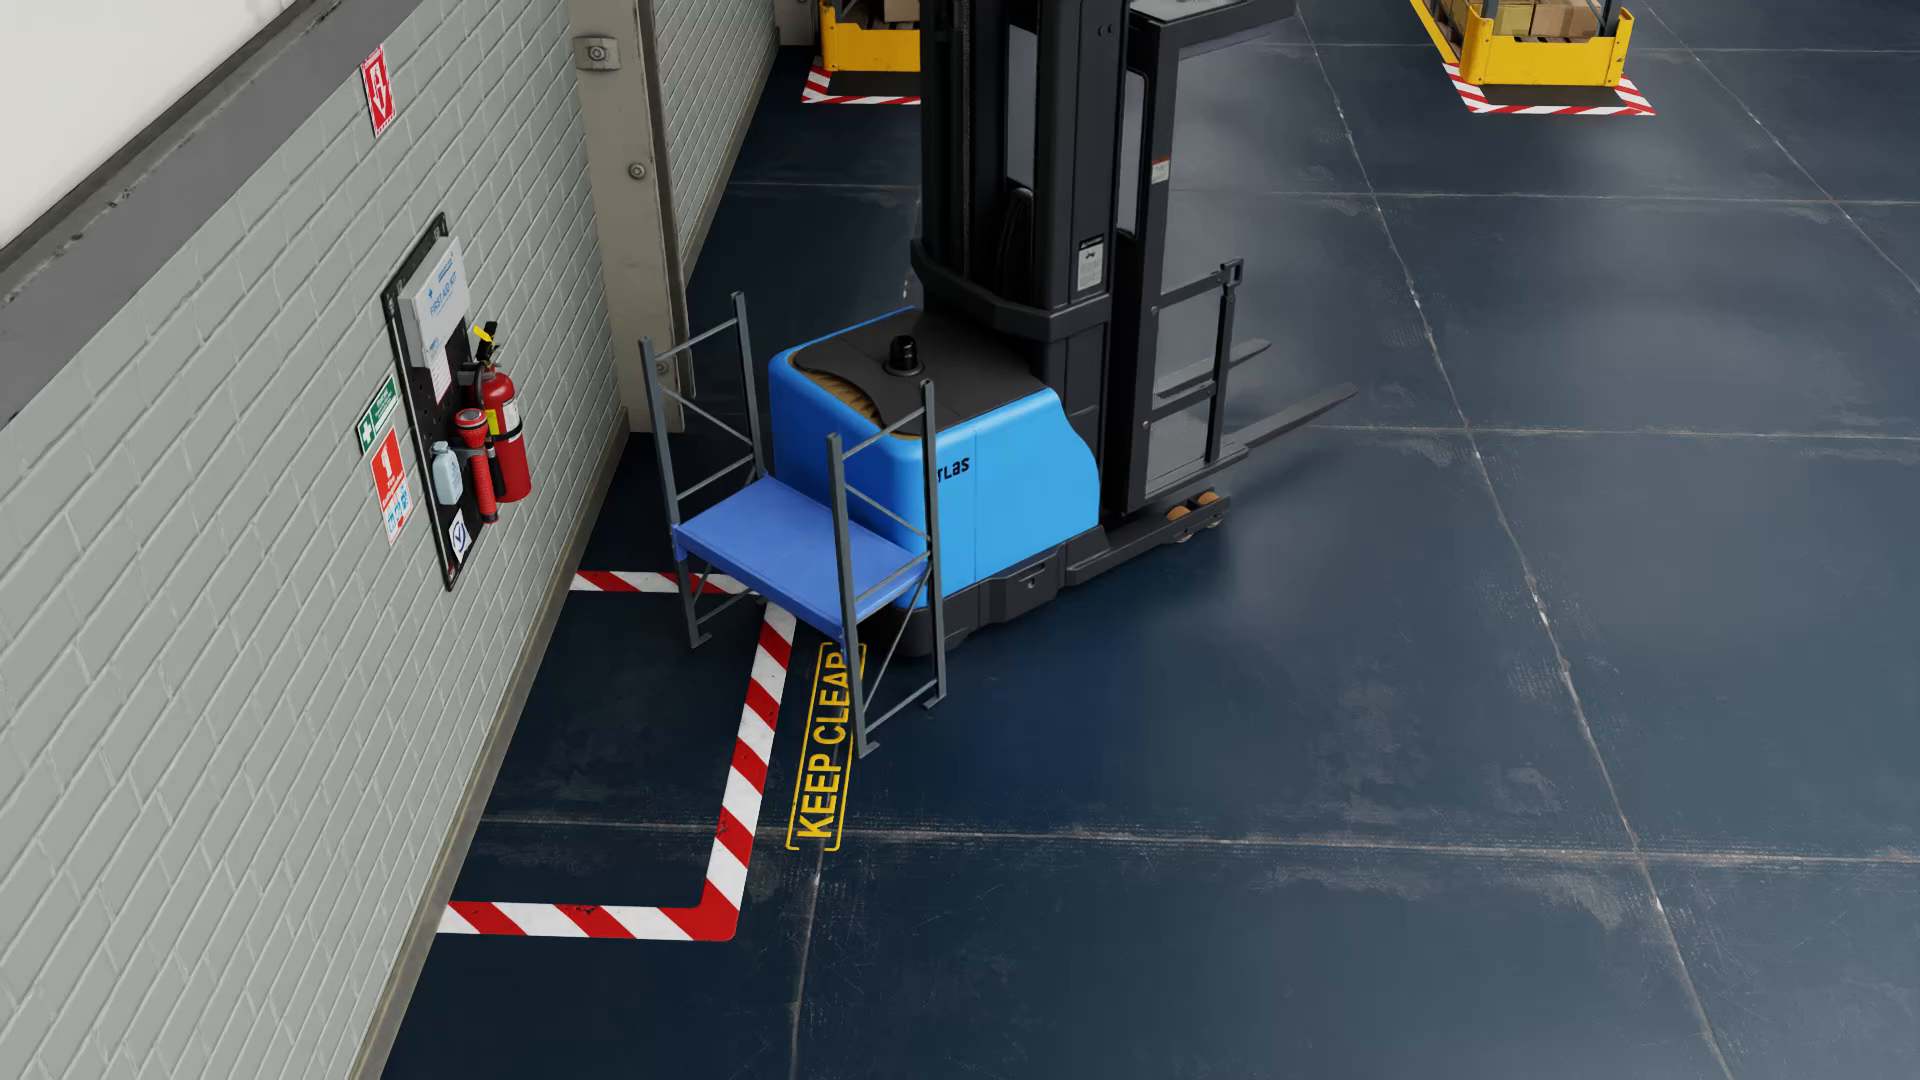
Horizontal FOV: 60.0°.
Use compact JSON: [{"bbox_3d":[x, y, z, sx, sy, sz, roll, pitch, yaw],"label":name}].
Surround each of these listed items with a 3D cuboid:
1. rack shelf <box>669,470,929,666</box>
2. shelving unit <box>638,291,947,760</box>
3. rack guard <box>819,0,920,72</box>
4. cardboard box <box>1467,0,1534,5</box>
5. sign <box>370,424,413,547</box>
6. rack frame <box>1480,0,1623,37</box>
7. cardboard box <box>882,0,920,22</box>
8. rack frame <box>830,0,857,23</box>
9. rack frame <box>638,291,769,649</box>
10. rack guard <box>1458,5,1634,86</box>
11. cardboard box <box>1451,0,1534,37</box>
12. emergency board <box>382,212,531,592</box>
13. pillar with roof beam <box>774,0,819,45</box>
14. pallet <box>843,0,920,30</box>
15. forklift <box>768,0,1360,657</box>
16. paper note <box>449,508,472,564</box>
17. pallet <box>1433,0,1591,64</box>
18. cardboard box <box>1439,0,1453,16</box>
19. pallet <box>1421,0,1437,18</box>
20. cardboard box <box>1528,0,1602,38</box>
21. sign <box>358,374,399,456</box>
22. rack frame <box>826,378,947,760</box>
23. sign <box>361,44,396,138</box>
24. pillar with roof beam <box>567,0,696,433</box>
[{"bbox_3d":[-0.624,0.088,6.616,1.000,0.185,0.538,28,46,34],"label":"rack shelf"},{"bbox_3d":[-0.629,-0.056,6.509,1.048,1.500,0.538,28,46,34],"label":"shelving unit"},{"bbox_3d":[-0.488,-3.941,12.923,1.175,0.500,0.348,1,35,2],"label":"rack guard"},{"bbox_3d":[4.183,-4.477,12.885,0.500,0.500,0.500,1,35,2],"label":"cardboard box"},{"bbox_3d":[-1.830,-0.176,5.360,0.001,0.329,0.234,1,35,2],"label":"sign"},{"bbox_3d":[4.459,-4.808,11.982,1.000,3.000,0.127,1,35,2],"label":"rack frame"},{"bbox_3d":[-0.373,-4.396,13.351,0.500,0.311,0.500,-2,35,-3],"label":"cardboard box"},{"bbox_3d":[-0.491,-4.920,12.142,1.000,3.000,0.127,1,35,2],"label":"rack frame"},{"bbox_3d":[-1.003,-0.254,6.791,0.032,1.500,0.500,28,46,34],"label":"rack frame"},{"bbox_3d":[4.458,-3.771,12.682,1.175,0.500,0.348,1,35,2],"label":"rack guard"},{"bbox_3d":[4.186,-4.170,13.100,0.500,0.250,0.500,1,35,2],"label":"cardboard box"},{"bbox_3d":[-1.705,-0.476,5.819,0.194,1.169,0.643,1,35,2],"label":"emergency board"},{"bbox_3d":[2.975,-7.697,10.876,9.100,9.000,0.400,1,35,2],"label":"pillar with roof beam"},{"bbox_3d":[-0.420,-4.289,13.669,1.003,0.211,1.213,1,35,2],"label":"pallet"},{"bbox_3d":[0.645,-1.403,7.198,3.031,2.935,1.130,-24,42,-30],"label":"forklift"},{"bbox_3d":[-1.781,-0.016,5.930,0.016,0.148,0.142,1,35,2],"label":"paper note"},{"bbox_3d":[4.448,-4.107,13.411,1.003,0.211,1.213,1,35,2],"label":"pallet"},{"bbox_3d":[4.194,-4.457,13.510,0.500,0.250,0.500,1,35,2],"label":"cardboard box"},{"bbox_3d":[4.500,-4.807,14.405,1.003,0.211,1.213,1,35,2],"label":"pallet"},{"bbox_3d":[4.703,-4.158,13.083,0.500,0.250,0.500,1,35,2],"label":"cardboard box"},{"bbox_3d":[-1.821,-0.395,5.211,0.001,0.109,0.331,1,35,2],"label":"sign"},{"bbox_3d":[-0.256,0.143,6.227,0.032,1.500,0.500,28,46,34],"label":"rack frame"},{"bbox_3d":[-1.805,-1.422,5.149,0.001,0.298,0.199,1,35,2],"label":"sign"},{"bbox_3d":[2.734,-4.250,5.971,9.100,9.000,0.400,1,35,2],"label":"pillar with roof beam"}]
